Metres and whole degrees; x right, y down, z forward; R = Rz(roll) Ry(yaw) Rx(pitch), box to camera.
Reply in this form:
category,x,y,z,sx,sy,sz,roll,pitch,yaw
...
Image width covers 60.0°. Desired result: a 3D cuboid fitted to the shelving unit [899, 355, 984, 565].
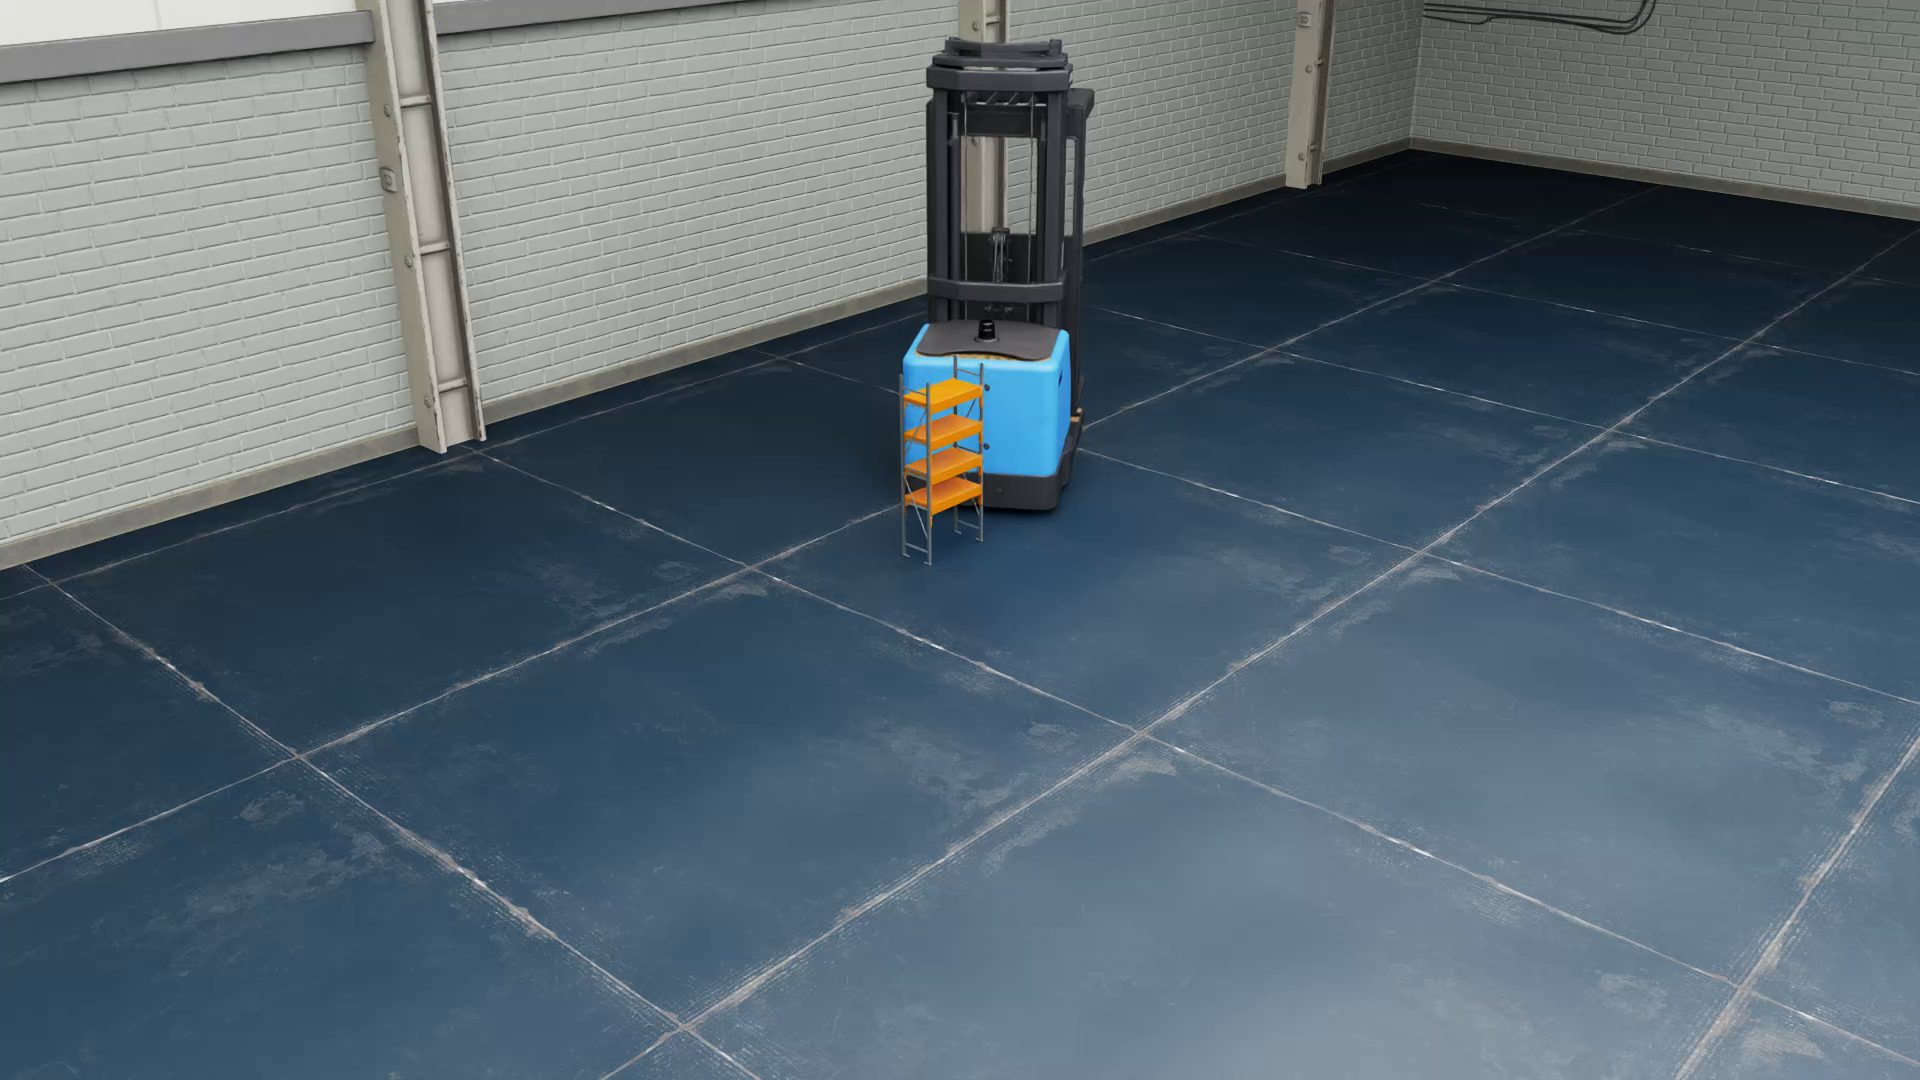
category,x,y,z,sx,sy,sz,roll,pitch,yaw
shelving unit,-0.110,-0.497,10.392,0.258,1.200,0.503,20,31,38

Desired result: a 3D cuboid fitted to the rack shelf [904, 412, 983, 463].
category,x,y,z,sx,sy,sz,roll,pitch,yaw
rack shelf,-0.110,-0.640,10.328,0.258,0.148,0.480,20,31,38

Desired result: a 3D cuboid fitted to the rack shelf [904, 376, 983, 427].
category,x,y,z,sx,sy,sz,roll,pitch,yaw
rack shelf,-0.110,-0.856,10.231,0.258,0.148,0.480,20,31,38

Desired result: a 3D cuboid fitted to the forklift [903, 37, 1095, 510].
category,x,y,z,sx,sy,sz,roll,pitch,yaw
forklift,0.349,-2.107,11.868,1.130,2.935,3.031,4,24,8

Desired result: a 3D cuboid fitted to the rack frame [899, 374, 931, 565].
category,x,y,z,sx,sy,sz,roll,pitch,yaw
rack frame,-0.273,-0.423,10.226,0.240,1.200,0.015,20,31,38

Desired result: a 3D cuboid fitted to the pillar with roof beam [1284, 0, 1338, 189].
category,x,y,z,sx,sy,sz,roll,pitch,yaw
pillar with roof beam,7.434,-7.321,16.079,9.100,9.000,0.400,20,31,38

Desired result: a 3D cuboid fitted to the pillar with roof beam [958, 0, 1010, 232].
category,x,y,z,sx,sy,sz,roll,pitch,yaw
pillar with roof beam,3.429,-5.493,12.002,9.100,9.000,0.400,20,31,38

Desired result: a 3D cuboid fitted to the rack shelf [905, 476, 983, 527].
category,x,y,z,sx,sy,sz,roll,pitch,yaw
rack shelf,-0.110,-0.254,10.501,0.258,0.148,0.480,20,31,38

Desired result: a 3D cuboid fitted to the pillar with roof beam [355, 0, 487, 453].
category,x,y,z,sx,sy,sz,roll,pitch,yaw
pillar with roof beam,-0.575,-3.665,7.925,9.100,9.000,0.400,20,31,38

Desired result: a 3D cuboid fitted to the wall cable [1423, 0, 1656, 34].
category,x,y,z,sx,sy,sz,roll,pitch,yaw
wall cable,7.179,-7.616,20.532,3.097,2.526,0.112,20,31,38

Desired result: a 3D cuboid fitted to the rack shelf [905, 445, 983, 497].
category,x,y,z,sx,sy,sz,roll,pitch,yaw
rack shelf,-0.110,-0.436,10.420,0.258,0.148,0.480,20,31,38

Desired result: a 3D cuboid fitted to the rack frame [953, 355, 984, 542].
category,x,y,z,sx,sy,sz,roll,pitch,yaw
rack frame,0.052,-0.571,10.558,0.240,1.200,0.015,20,31,38
